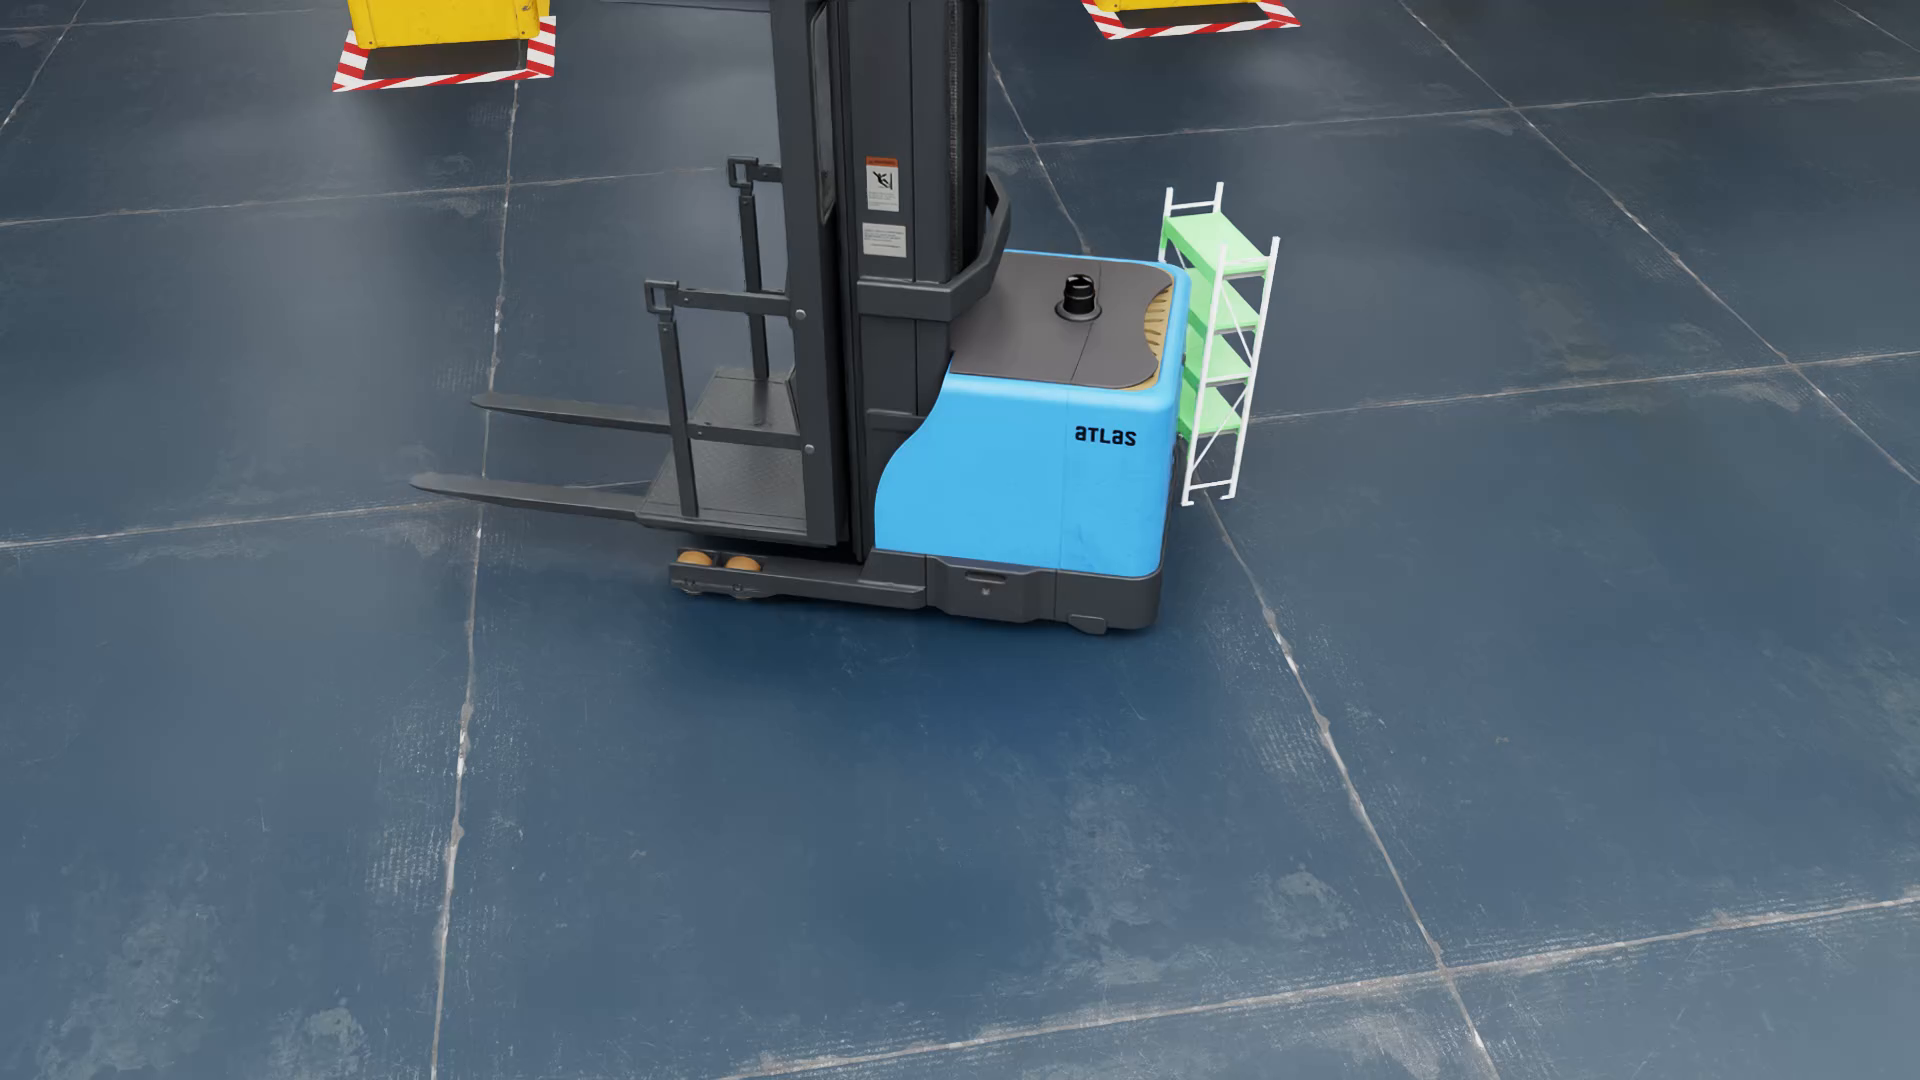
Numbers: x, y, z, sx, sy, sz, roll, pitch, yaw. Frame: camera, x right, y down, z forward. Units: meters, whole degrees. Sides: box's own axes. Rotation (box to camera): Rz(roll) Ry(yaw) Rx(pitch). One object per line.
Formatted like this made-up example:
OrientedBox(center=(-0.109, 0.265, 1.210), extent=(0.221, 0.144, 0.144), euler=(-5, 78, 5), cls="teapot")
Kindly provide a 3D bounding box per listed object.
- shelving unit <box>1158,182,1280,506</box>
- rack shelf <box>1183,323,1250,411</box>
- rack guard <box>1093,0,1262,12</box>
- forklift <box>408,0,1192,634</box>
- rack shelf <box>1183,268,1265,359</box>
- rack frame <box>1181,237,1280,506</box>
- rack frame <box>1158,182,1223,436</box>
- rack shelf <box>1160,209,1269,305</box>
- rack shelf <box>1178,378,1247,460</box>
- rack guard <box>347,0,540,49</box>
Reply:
OrientedBox(center=(0.984, -0.784, 6.771), extent=(0.258, 1.200, 0.503), euler=(-9, 39, -16), cls="shelving unit")
OrientedBox(center=(0.981, -0.733, 6.810), extent=(0.258, 0.148, 0.480), euler=(-9, 39, -16), cls="rack shelf")
OrientedBox(center=(1.517, -3.985, 11.472), extent=(1.175, 0.500, 0.348), euler=(-6, 38, -8), cls="rack guard")
OrientedBox(center=(-0.669, -1.240, 5.957), extent=(3.031, 2.935, 1.130), euler=(6, 38, 8), cls="forklift")
OrientedBox(center=(0.992, -0.924, 6.665), extent=(0.258, 0.148, 0.480), euler=(-9, 39, -16), cls="rack shelf")
OrientedBox(center=(1.061, -0.642, 6.589), extent=(0.240, 1.200, 0.015), euler=(-9, 39, -16), cls="rack frame")
OrientedBox(center=(0.907, -0.926, 6.954), extent=(0.240, 1.200, 0.015), euler=(-9, 39, -16), cls="rack frame")
OrientedBox(center=(1.002, -1.116, 6.521), extent=(0.258, 0.148, 0.480), euler=(-9, 39, -16), cls="rack shelf")
OrientedBox(center=(0.971, -0.542, 6.954), extent=(0.258, 0.148, 0.480), euler=(-9, 39, -16), cls="rack shelf")
OrientedBox(center=(-3.402, -3.573, 10.941), extent=(1.175, 0.500, 0.348), euler=(-6, 38, -8), cls="rack guard")
